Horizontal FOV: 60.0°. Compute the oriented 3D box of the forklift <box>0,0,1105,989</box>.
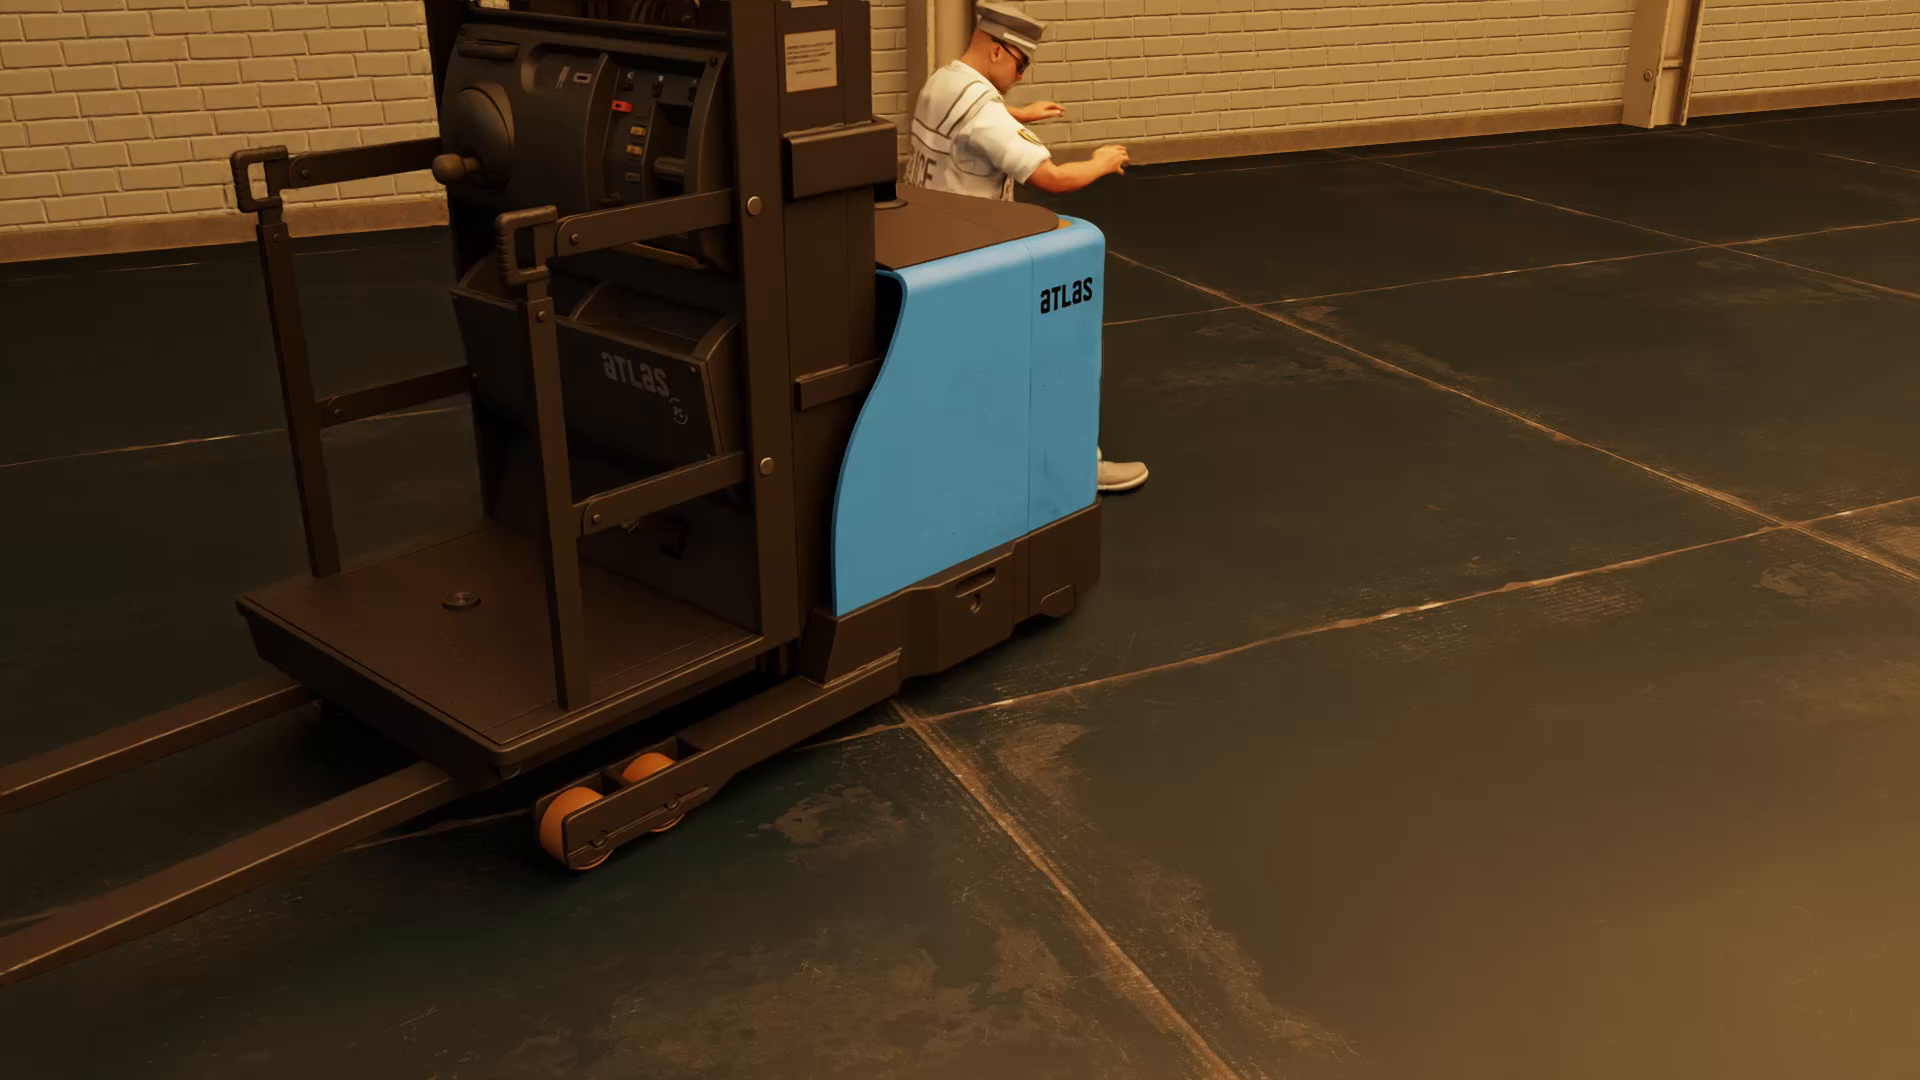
[{"bbox_3d":[-0.969,-0.888,3.425,1.130,2.935,3.031,19,29,38],"label":"forklift"}]

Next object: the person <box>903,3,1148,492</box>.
[{"bbox_3d":[0.171,-1.037,5.627,0.744,1.500,1.151,-6,23,-15],"label":"person"}]
